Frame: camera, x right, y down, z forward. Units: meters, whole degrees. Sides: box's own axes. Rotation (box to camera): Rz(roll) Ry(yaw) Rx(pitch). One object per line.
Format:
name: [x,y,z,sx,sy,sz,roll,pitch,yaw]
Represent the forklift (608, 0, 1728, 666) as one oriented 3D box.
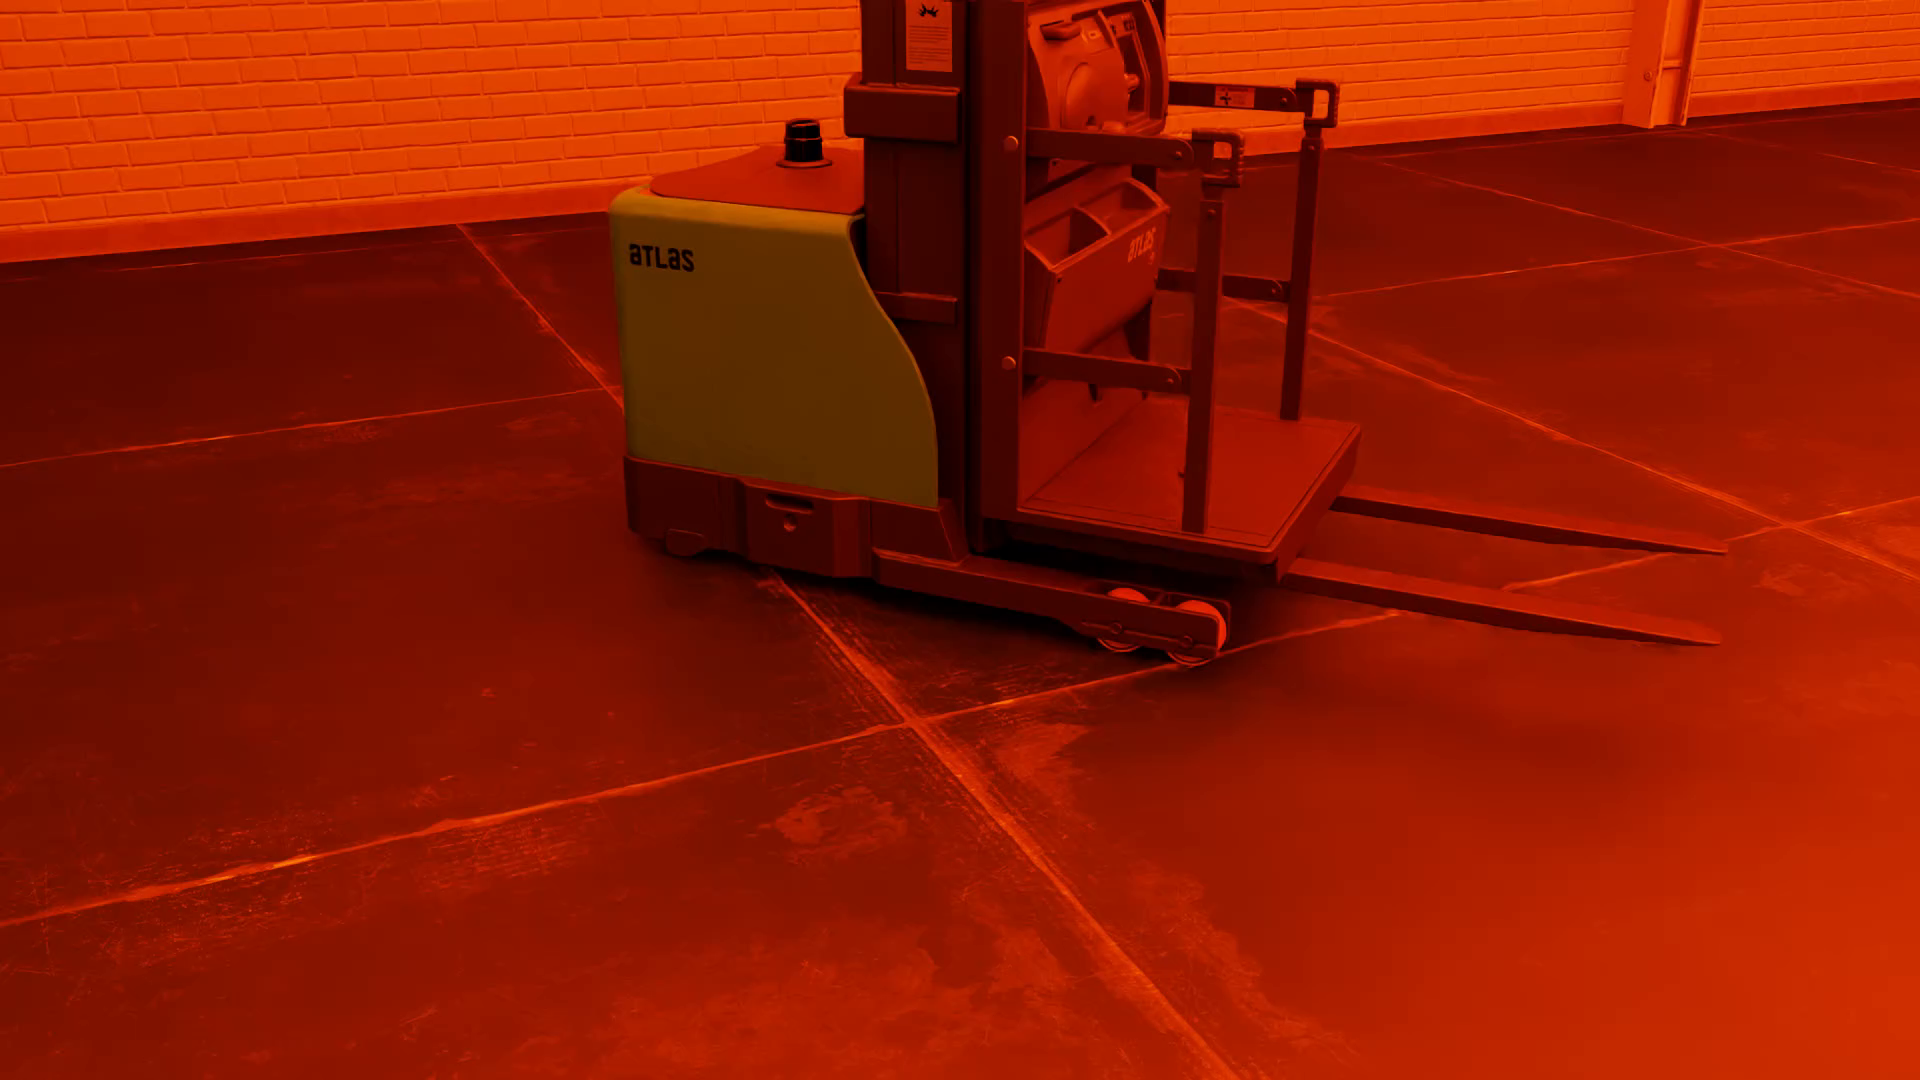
forklift: [0.558,-1.258,4.315,3.031,2.935,1.130,10,25,22]
